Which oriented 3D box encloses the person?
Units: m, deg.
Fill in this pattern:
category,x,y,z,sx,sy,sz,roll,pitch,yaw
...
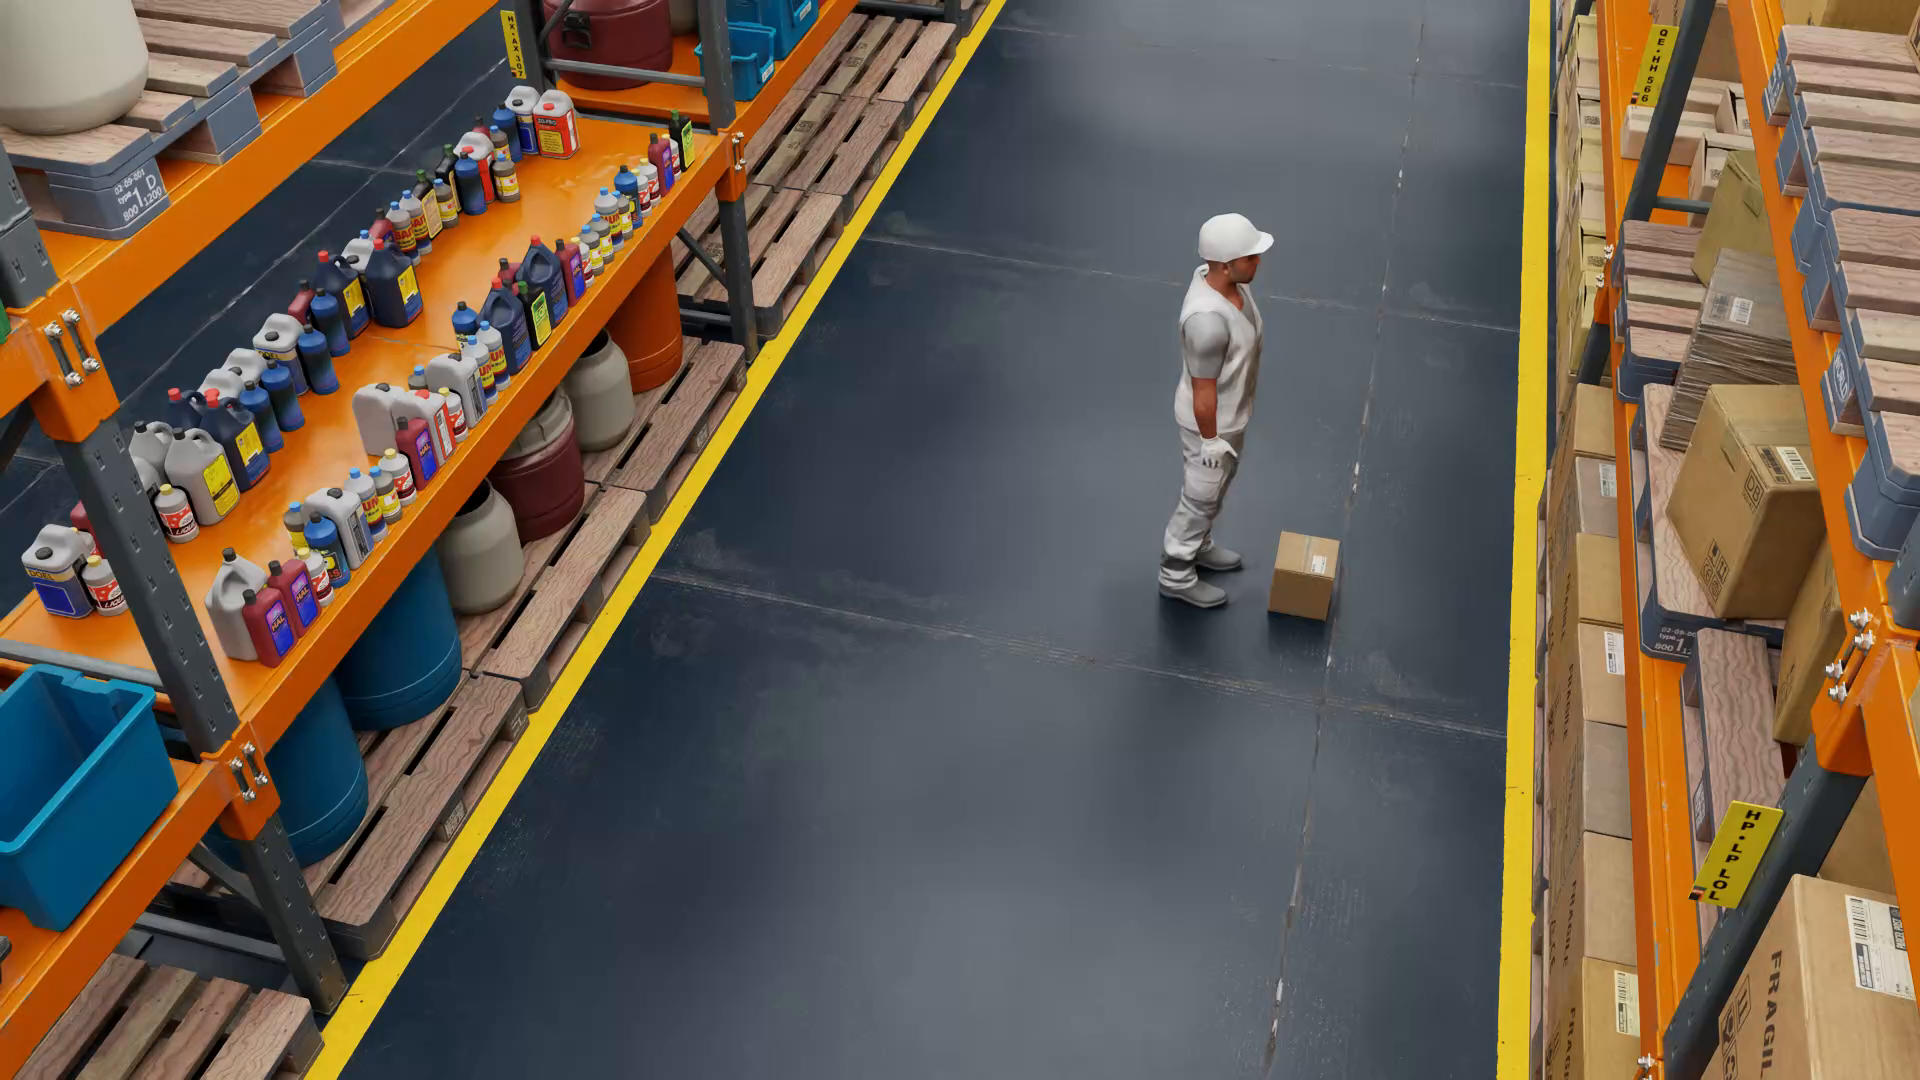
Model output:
category,x,y,z,sx,sy,sz,roll,pitch,yaw
person,1.040,-0.516,6.739,0.361,1.789,0.526,11,42,12
